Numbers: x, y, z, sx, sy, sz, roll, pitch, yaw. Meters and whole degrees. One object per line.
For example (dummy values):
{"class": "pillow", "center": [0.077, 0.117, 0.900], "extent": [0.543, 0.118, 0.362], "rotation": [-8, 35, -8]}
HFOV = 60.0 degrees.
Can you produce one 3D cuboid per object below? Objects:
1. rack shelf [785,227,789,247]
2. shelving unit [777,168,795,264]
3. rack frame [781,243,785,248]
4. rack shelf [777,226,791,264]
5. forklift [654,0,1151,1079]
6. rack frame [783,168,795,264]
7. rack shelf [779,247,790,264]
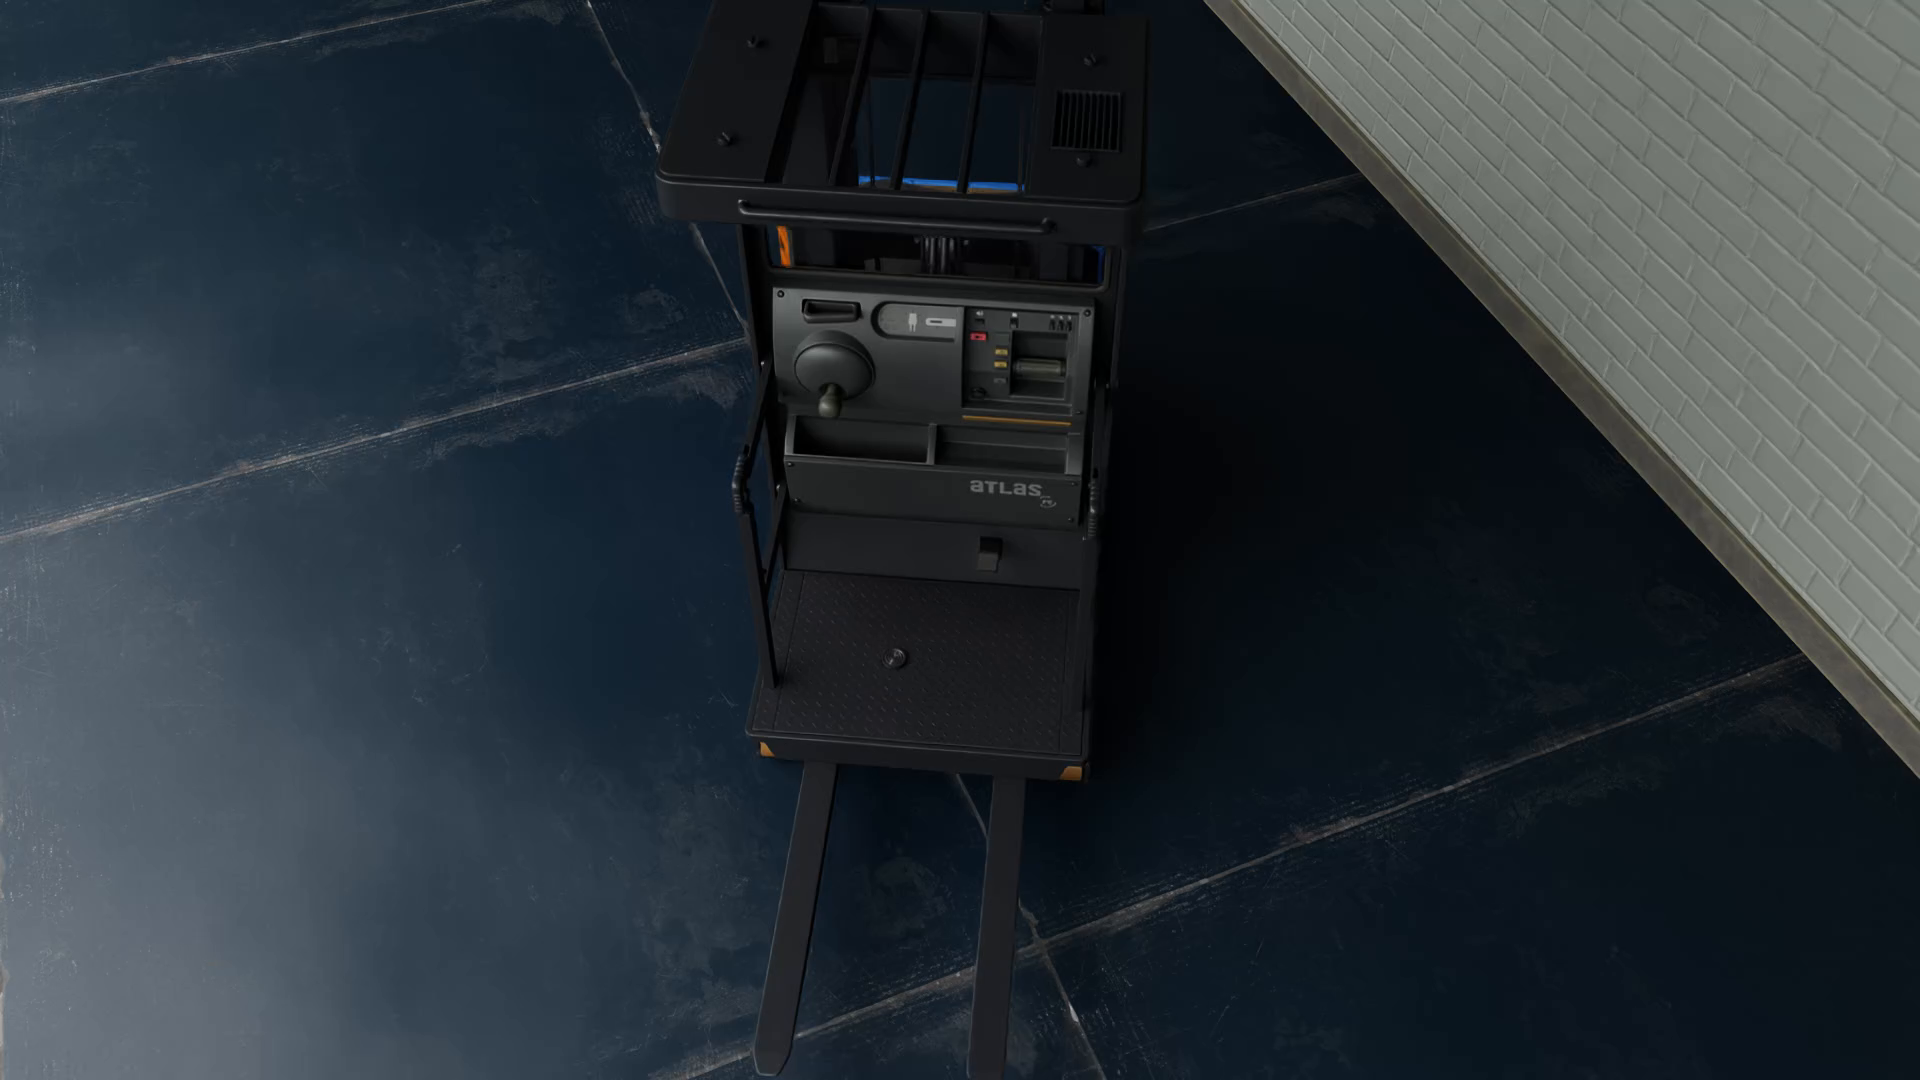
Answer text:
{"class": "rack shelf", "center": [-0.550, -1.218, 6.247], "extent": [0.258, 0.103, 0.180], "rotation": [-13, 51, -11]}
{"class": "shelving unit", "center": [-0.550, -1.091, 6.396], "extent": [0.258, 1.200, 0.189], "rotation": [-13, 51, -11]}
{"class": "rack frame", "center": [-0.577, -1.157, 6.453], "extent": [0.240, 1.200, 0.006], "rotation": [-13, 51, -11]}
{"class": "rack shelf", "center": [-0.550, -1.140, 6.338], "extent": [0.258, 0.103, 0.180], "rotation": [-13, 51, -11]}
{"class": "forklift", "center": [-0.097, -0.430, 4.687], "extent": [1.130, 2.935, 3.031], "rotation": [4, 49, 3]}
{"class": "rack frame", "center": [-0.522, -1.024, 6.339], "extent": [0.240, 1.200, 0.006], "rotation": [-13, 51, -11]}
{"class": "rack shelf", "center": [-0.550, -1.062, 6.429], "extent": [0.258, 0.103, 0.180], "rotation": [-13, 51, -11]}
